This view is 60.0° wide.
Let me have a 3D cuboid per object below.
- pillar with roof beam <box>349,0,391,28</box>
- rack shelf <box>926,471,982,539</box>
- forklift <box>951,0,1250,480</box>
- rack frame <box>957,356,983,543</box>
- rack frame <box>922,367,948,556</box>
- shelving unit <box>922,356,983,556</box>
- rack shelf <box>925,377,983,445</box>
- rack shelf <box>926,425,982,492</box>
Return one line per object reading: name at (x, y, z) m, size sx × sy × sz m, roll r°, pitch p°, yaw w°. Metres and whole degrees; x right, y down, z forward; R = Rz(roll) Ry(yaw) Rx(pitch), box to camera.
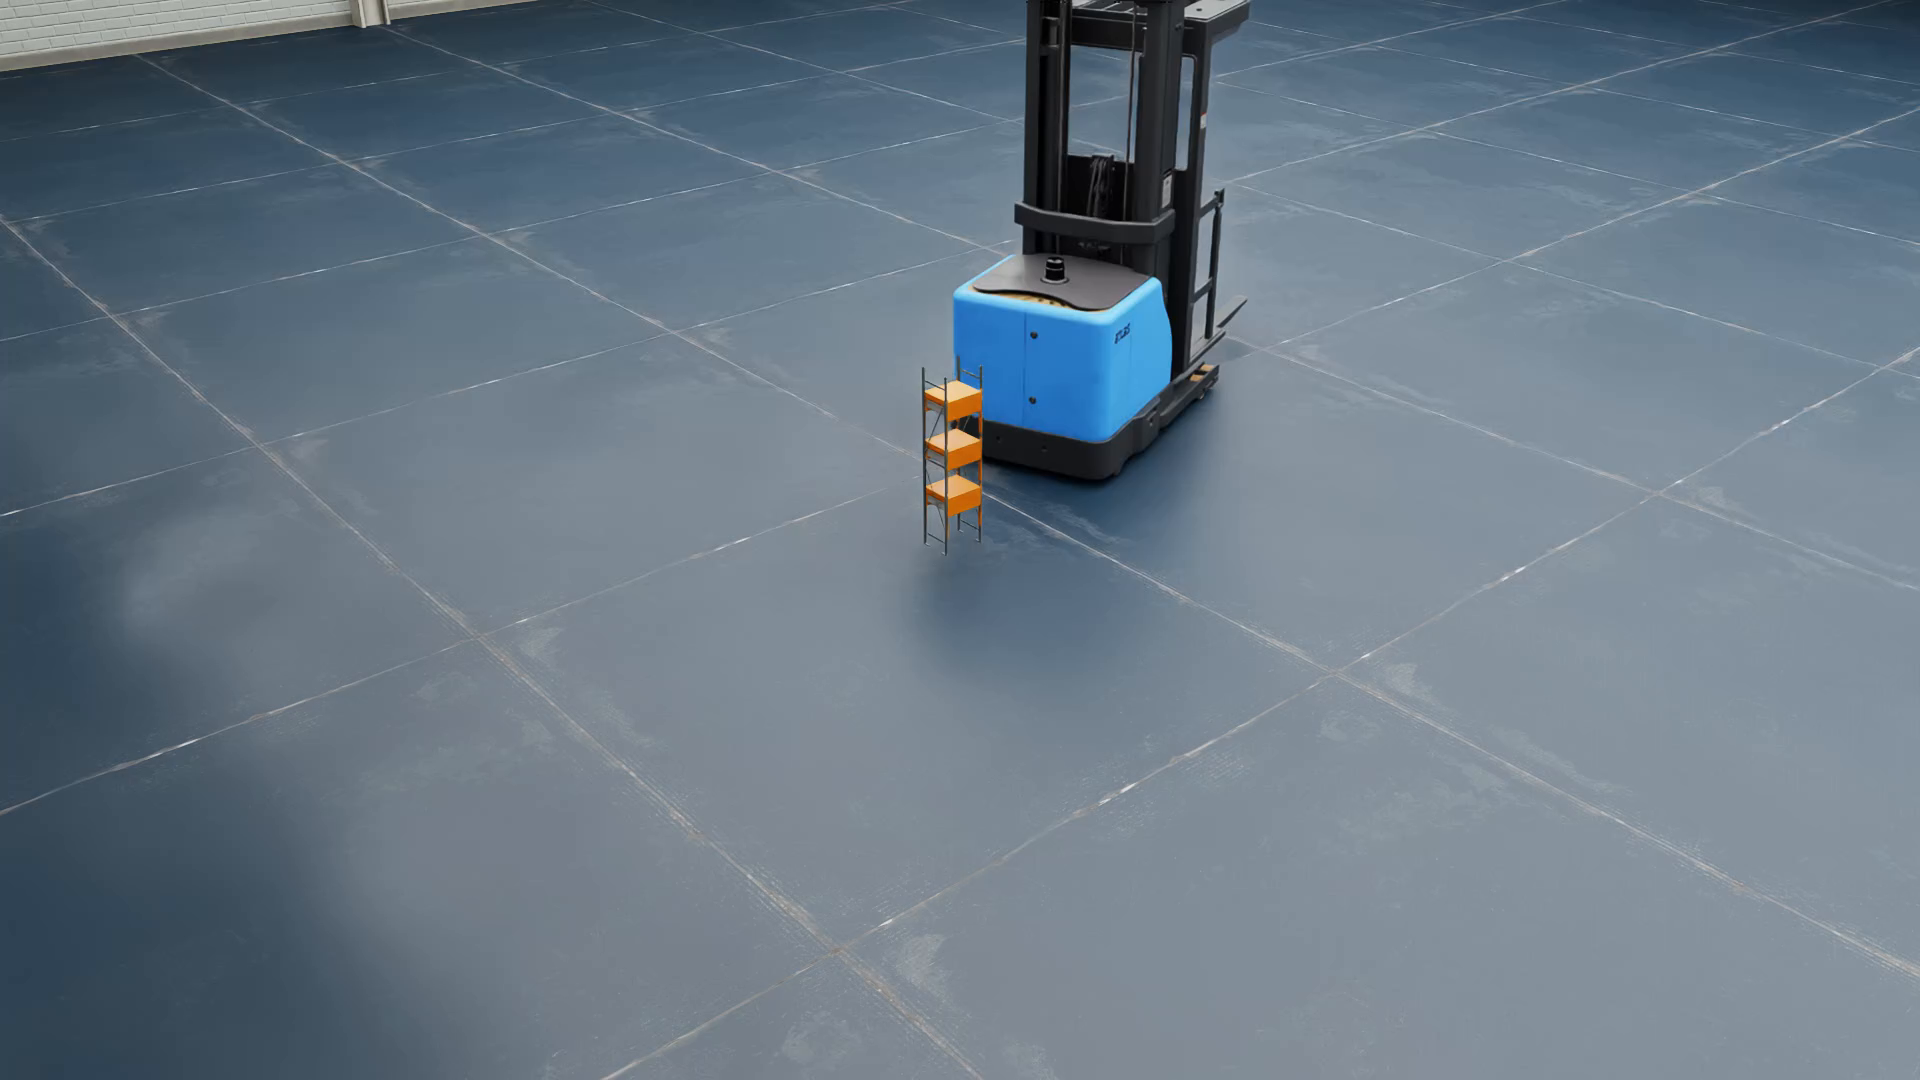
pillar with roof beam at (-5.004, -9.263, 17.036) m, size 0.400 × 9.000 × 9.100 m, roll -22°, pitch 35°, yaw -35°
rack shelf at (-0.041, -0.192, 9.108) m, size 0.240 × 0.259 × 0.215 m, roll -22°, pitch 35°, yaw -35°
forklift at (1.082, -2.310, 10.463) m, size 1.130 × 2.935 × 3.031 m, roll 14°, pitch 31°, yaw 24°
rack frame at (0.052, -0.484, 9.042) m, size 0.008 × 1.050 × 0.200 m, roll -22°, pitch 35°, yaw -35°
rack frame at (-0.134, -0.409, 8.902) m, size 0.008 × 1.050 × 0.200 m, roll -22°, pitch 35°, yaw -35°
shelving unit at (-0.041, -0.447, 8.972) m, size 0.252 × 1.050 × 0.215 m, roll -22°, pitch 35°, yaw -35°
rack shelf at (-0.041, -0.688, 8.843) m, size 0.240 × 0.259 × 0.215 m, roll -22°, pitch 35°, yaw -35°
rack shelf at (-0.041, -0.437, 8.977) m, size 0.240 × 0.259 × 0.215 m, roll -22°, pitch 35°, yaw -35°
